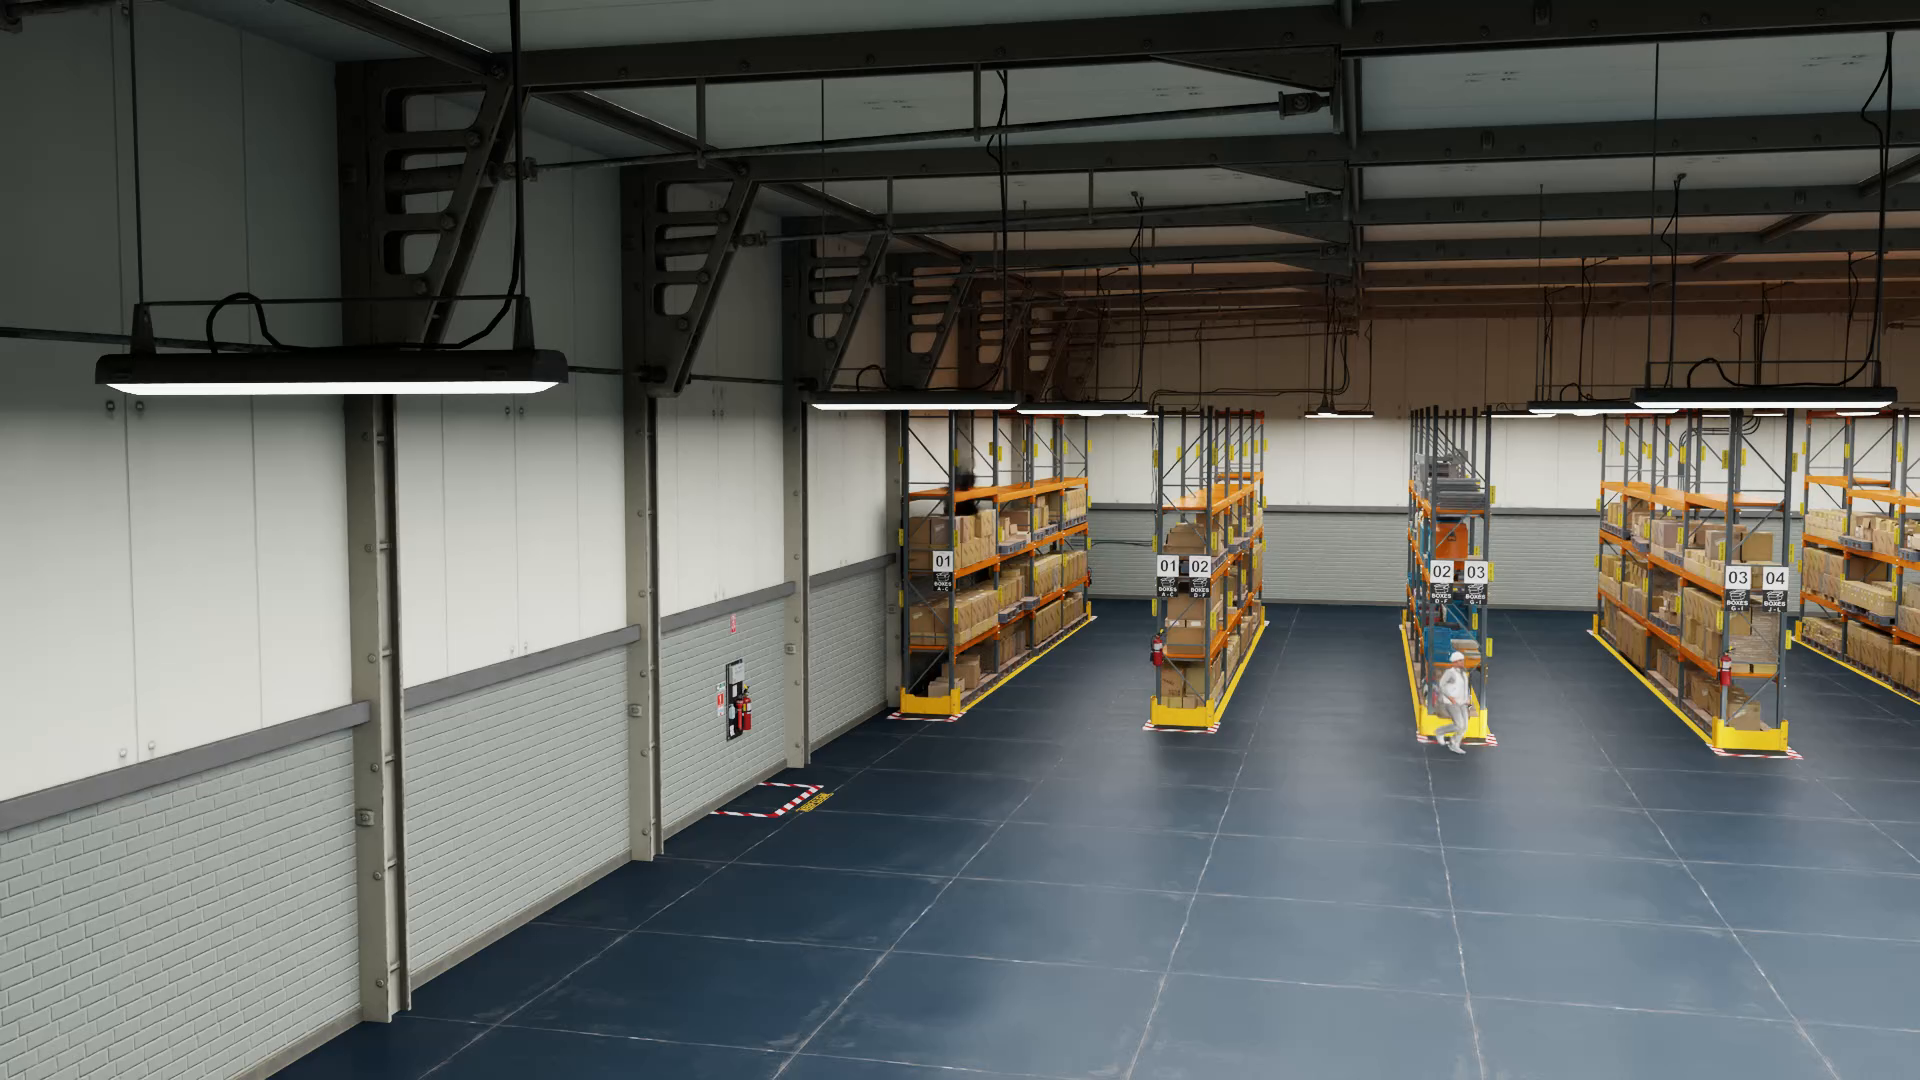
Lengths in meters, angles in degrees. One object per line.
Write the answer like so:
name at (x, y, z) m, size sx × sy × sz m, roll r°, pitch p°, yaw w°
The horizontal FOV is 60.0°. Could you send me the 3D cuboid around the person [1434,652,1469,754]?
person at (8.525, 2.806, 28.780) m, size 0.680 × 1.758 × 0.557 m, roll -4°, pitch 5°, yaw -41°
